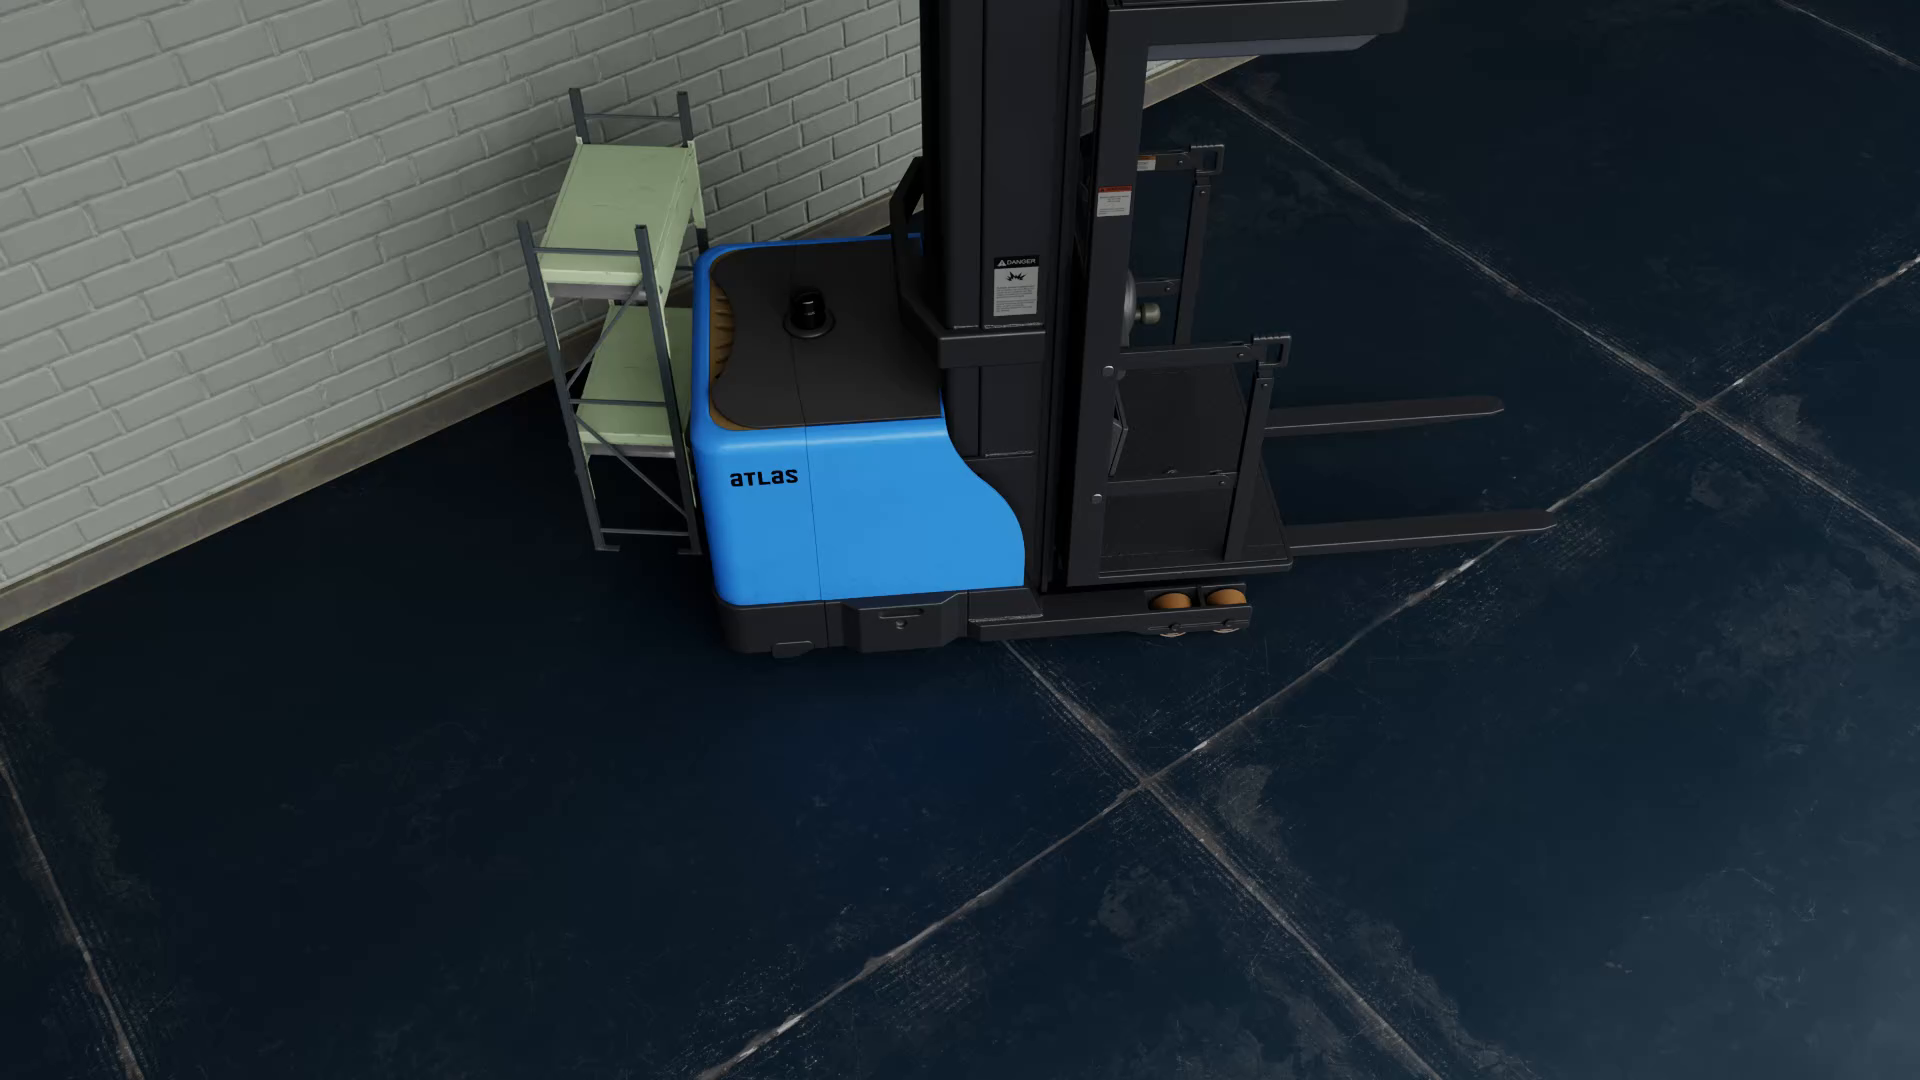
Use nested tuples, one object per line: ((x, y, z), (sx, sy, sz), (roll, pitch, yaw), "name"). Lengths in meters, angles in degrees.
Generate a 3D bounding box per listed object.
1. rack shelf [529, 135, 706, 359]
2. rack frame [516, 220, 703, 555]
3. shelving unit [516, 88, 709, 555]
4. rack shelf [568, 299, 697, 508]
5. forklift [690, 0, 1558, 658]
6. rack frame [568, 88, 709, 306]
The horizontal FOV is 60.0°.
((-1.140, -0.997, 5.615), (0.431, 0.370, 0.720), (3, 48, 2), "rack shelf")
((-1.162, -0.464, 5.658), (0.400, 1.500, 0.023), (3, 48, 2), "rack frame")
((-1.140, -0.735, 5.904), (0.431, 1.500, 0.755), (3, 48, 2), "shelving unit")
((-1.140, -0.516, 6.145), (0.431, 0.370, 0.720), (3, 48, 2), "rack shelf")
((0.620, -1.028, 5.204), (3.031, 2.935, 1.130), (-4, 48, -4), "forklift")
((-1.117, -1.005, 6.149), (0.400, 1.500, 0.023), (3, 48, 2), "rack frame")
